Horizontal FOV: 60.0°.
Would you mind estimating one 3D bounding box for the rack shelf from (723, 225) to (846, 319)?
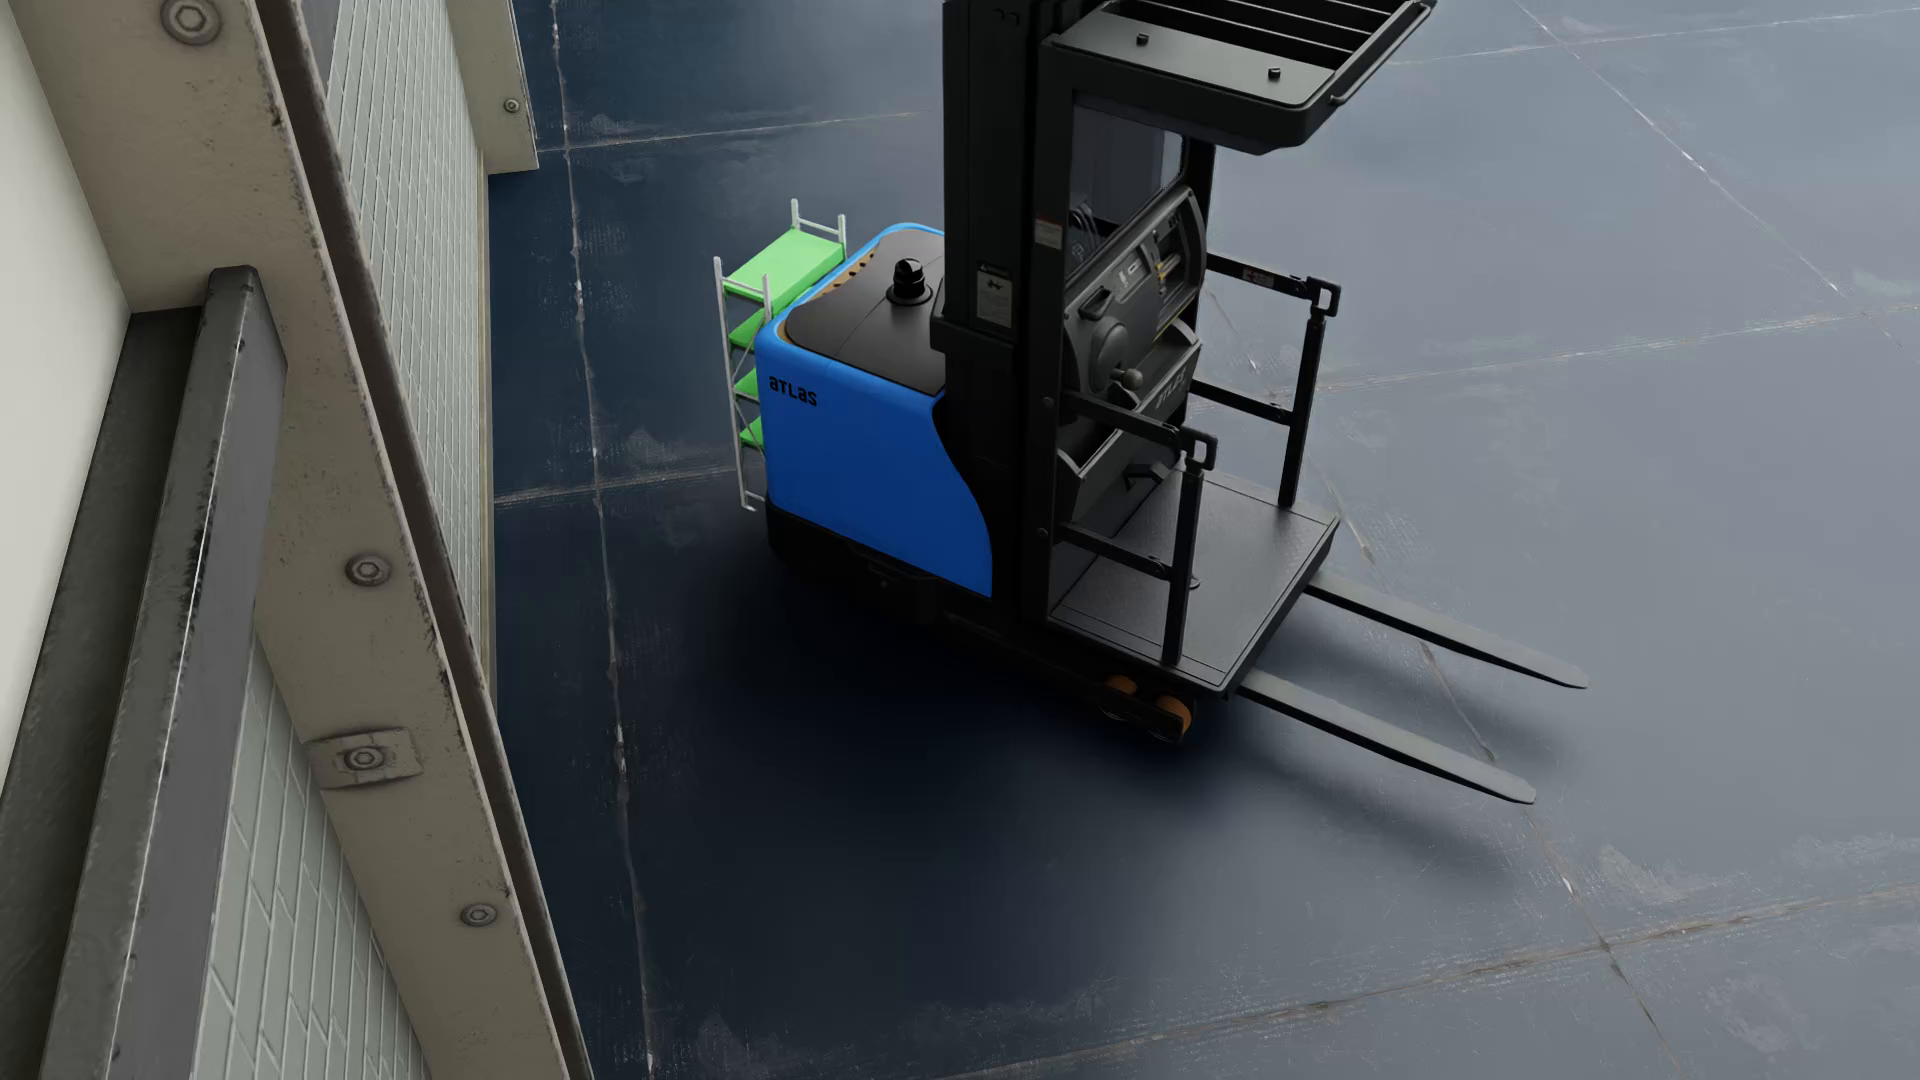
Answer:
[{"bbox_3d":[-0.673,-0.999,6.345,0.258,0.148,0.480,22,46,23],"label":"rack shelf"}]

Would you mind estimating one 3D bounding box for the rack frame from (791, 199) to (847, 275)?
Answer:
[{"bbox_3d":[-0.546,-0.826,6.777,0.240,1.200,0.015,22,46,23],"label":"rack frame"}]

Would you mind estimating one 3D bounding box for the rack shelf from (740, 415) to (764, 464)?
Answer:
[{"bbox_3d":[-0.673,-0.460,6.823,0.258,0.148,0.480,22,46,23],"label":"rack shelf"}]

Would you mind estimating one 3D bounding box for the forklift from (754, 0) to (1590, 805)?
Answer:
[{"bbox_3d":[0.763,-0.782,5.424,3.031,2.935,1.130,22,46,23],"label":"forklift"}]

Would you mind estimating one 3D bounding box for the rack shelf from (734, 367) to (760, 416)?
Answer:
[{"bbox_3d":[-0.673,-0.640,6.663,0.258,0.148,0.480,22,46,23],"label":"rack shelf"}]

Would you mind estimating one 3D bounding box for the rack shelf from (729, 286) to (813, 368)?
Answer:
[{"bbox_3d":[-0.673,-0.819,6.504,0.258,0.148,0.480,22,46,23],"label":"rack shelf"}]

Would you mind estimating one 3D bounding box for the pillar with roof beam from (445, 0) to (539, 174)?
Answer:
[{"bbox_3d":[1.726,-6.100,6.843,9.100,9.000,0.400,-8,42,-9],"label":"pillar with roof beam"}]

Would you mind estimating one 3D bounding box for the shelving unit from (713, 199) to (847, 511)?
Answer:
[{"bbox_3d":[-0.673,-0.688,6.621,0.258,1.200,0.503,22,46,23],"label":"shelving unit"}]

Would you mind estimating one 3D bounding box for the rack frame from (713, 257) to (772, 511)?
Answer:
[{"bbox_3d":[-0.800,-0.549,6.465,0.240,1.200,0.015,22,46,23],"label":"rack frame"}]
